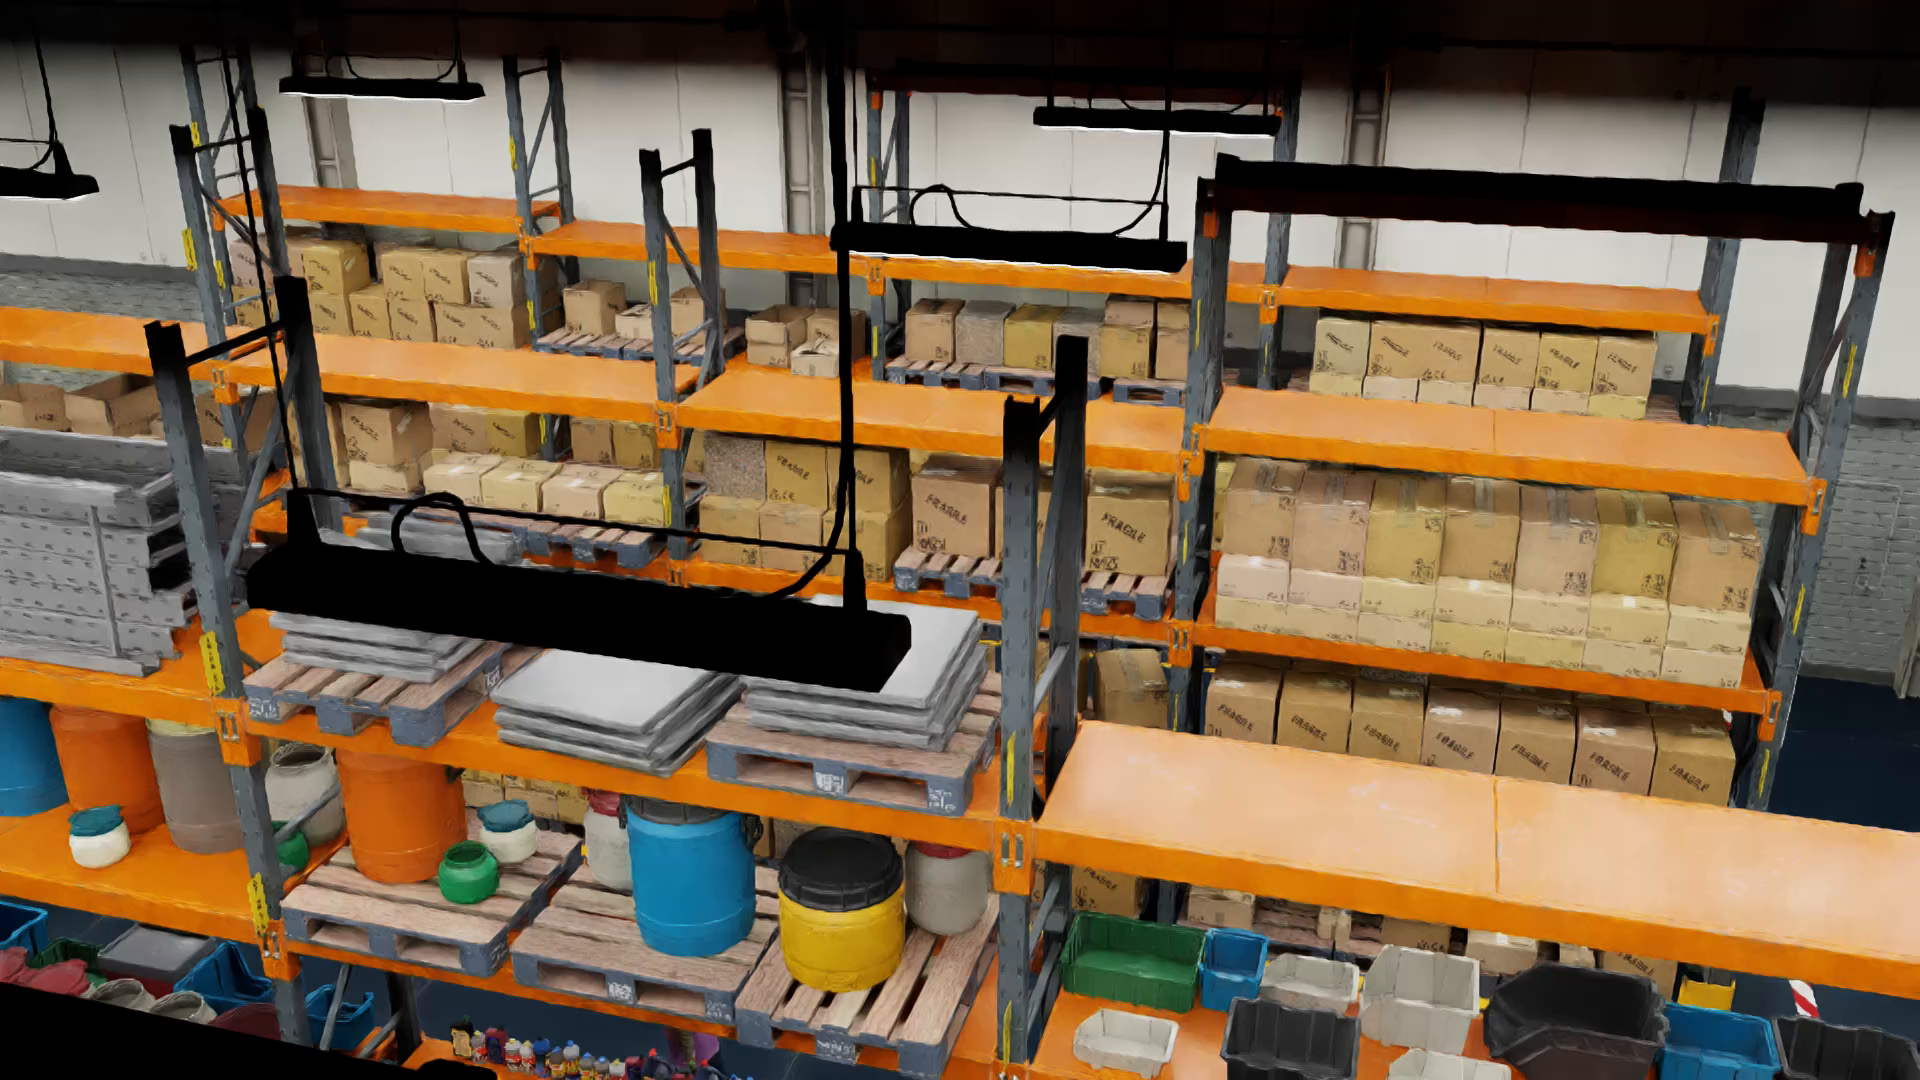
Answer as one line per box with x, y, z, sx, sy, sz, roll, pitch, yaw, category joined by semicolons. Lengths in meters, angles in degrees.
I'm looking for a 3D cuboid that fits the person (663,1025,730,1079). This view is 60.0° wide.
-1.744;3.304;10.807;1.036;1.517;0.417;8;24;18;person
